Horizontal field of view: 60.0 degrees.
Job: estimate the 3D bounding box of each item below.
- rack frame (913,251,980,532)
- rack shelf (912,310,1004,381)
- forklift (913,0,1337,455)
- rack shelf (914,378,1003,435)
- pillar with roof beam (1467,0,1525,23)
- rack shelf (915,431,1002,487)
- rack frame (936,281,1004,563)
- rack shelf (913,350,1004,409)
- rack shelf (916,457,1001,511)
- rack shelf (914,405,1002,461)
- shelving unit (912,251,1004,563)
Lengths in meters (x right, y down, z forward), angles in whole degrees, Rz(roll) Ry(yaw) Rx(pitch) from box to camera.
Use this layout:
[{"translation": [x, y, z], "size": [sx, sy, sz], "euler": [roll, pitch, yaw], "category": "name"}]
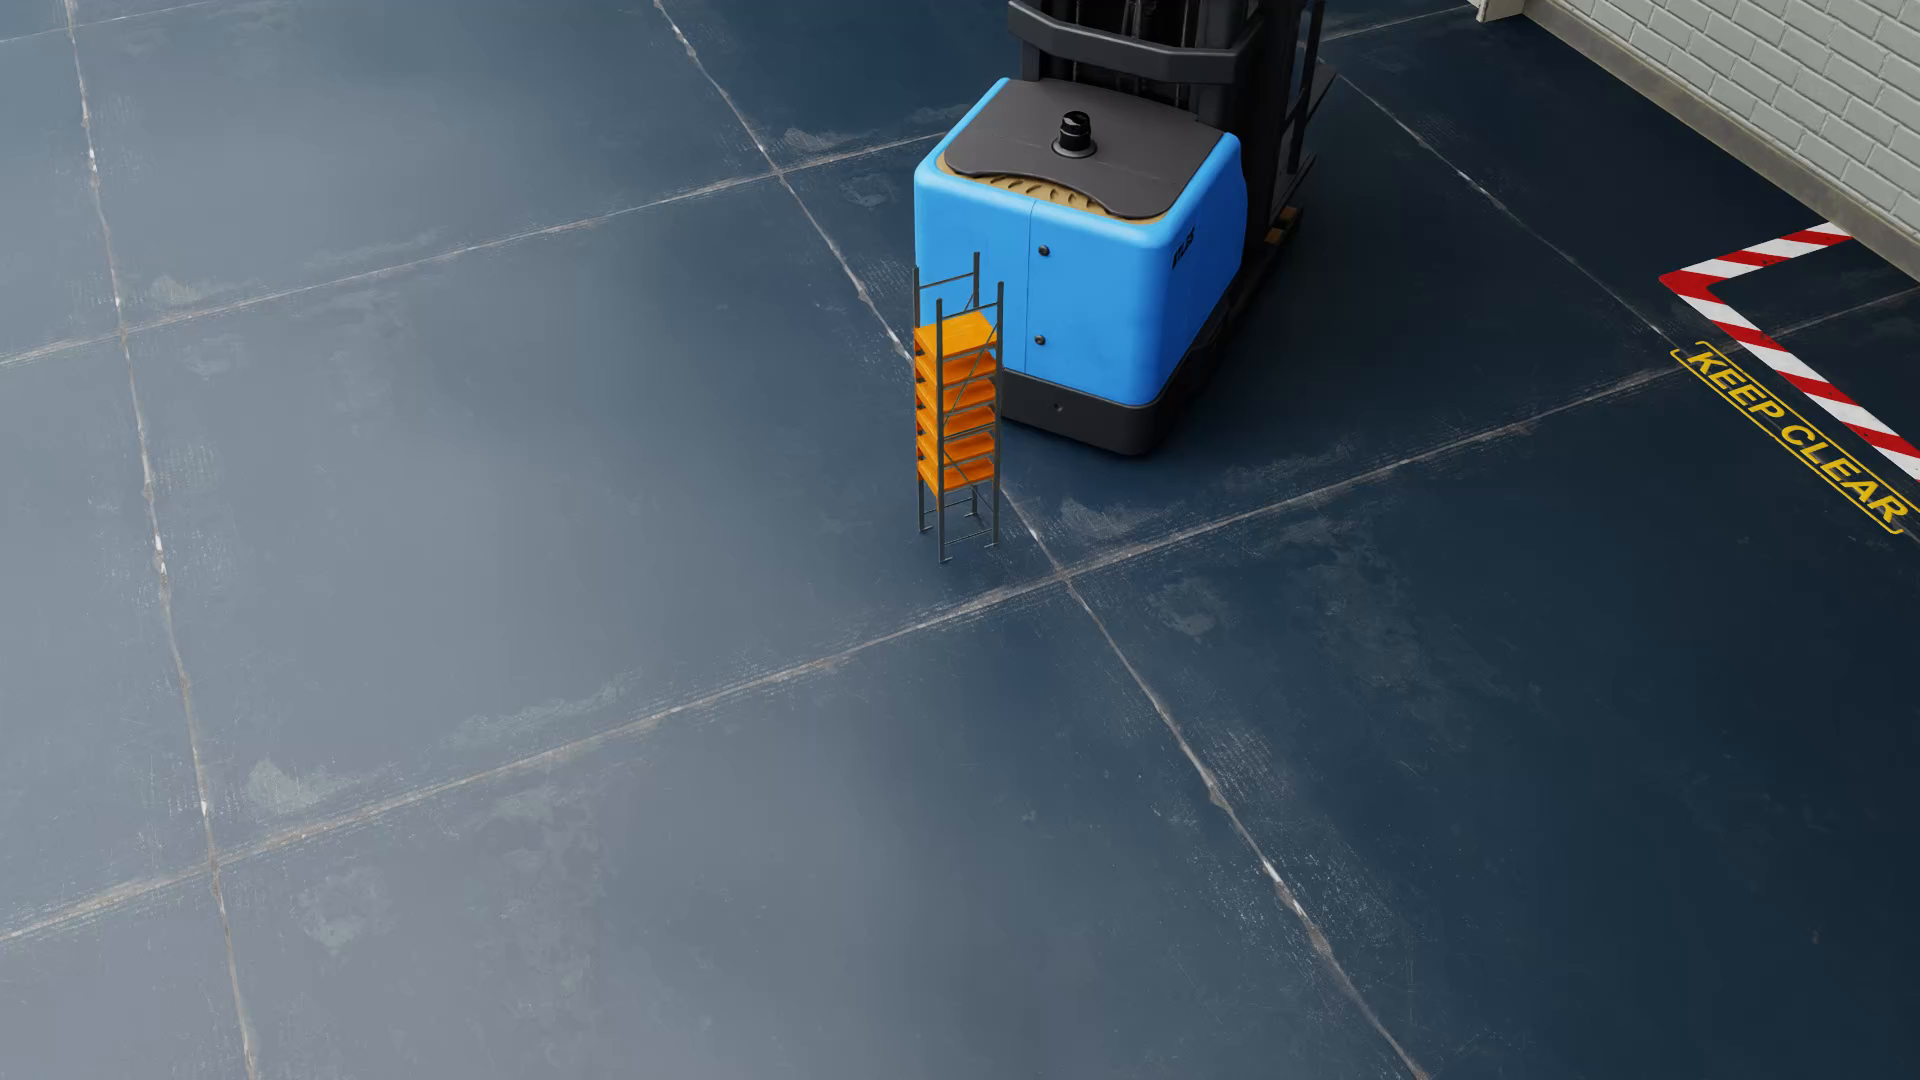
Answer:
[{"translation": [-0.045, -0.495, 5.897], "size": [0.240, 1.200, 0.006], "euler": [-18, 47, -17], "category": "rack frame"}, {"translation": [-0.006, -0.661, 5.616], "size": [0.258, 0.103, 0.180], "euler": [-18, 47, -17], "category": "rack shelf"}, {"translation": [0.919, -2.413, 6.609], "size": [1.130, 2.935, 3.031], "euler": [19, 48, 18], "category": "forklift"}, {"translation": [-0.006, -0.490, 5.785], "size": [0.258, 0.103, 0.180], "euler": [-18, 47, -17], "category": "rack shelf"}, {"translation": [-0.986, -4.942, 4.851], "size": [9.100, 9.000, 0.400], "euler": [-18, 47, -17], "category": "pillar with roof beam"}, {"translation": [-0.006, -0.319, 5.953], "size": [0.258, 0.103, 0.180], "euler": [-18, 47, -17], "category": "rack shelf"}, {"translation": [0.032, -0.378, 5.779], "size": [0.240, 1.200, 0.006], "euler": [-18, 47, -17], "category": "rack frame"}, {"translation": [-0.006, -0.576, 5.701], "size": [0.258, 0.103, 0.180], "euler": [-18, 47, -17], "category": "rack shelf"}, {"translation": [-0.006, -0.234, 6.038], "size": [0.258, 0.103, 0.180], "euler": [-18, 47, -17], "category": "rack shelf"}, {"translation": [-0.006, -0.405, 5.869], "size": [0.258, 0.103, 0.180], "euler": [-18, 47, -17], "category": "rack shelf"}, {"translation": [-0.006, -0.436, 5.838], "size": [0.258, 1.200, 0.189], "euler": [-18, 47, -17], "category": "shelving unit"}]
